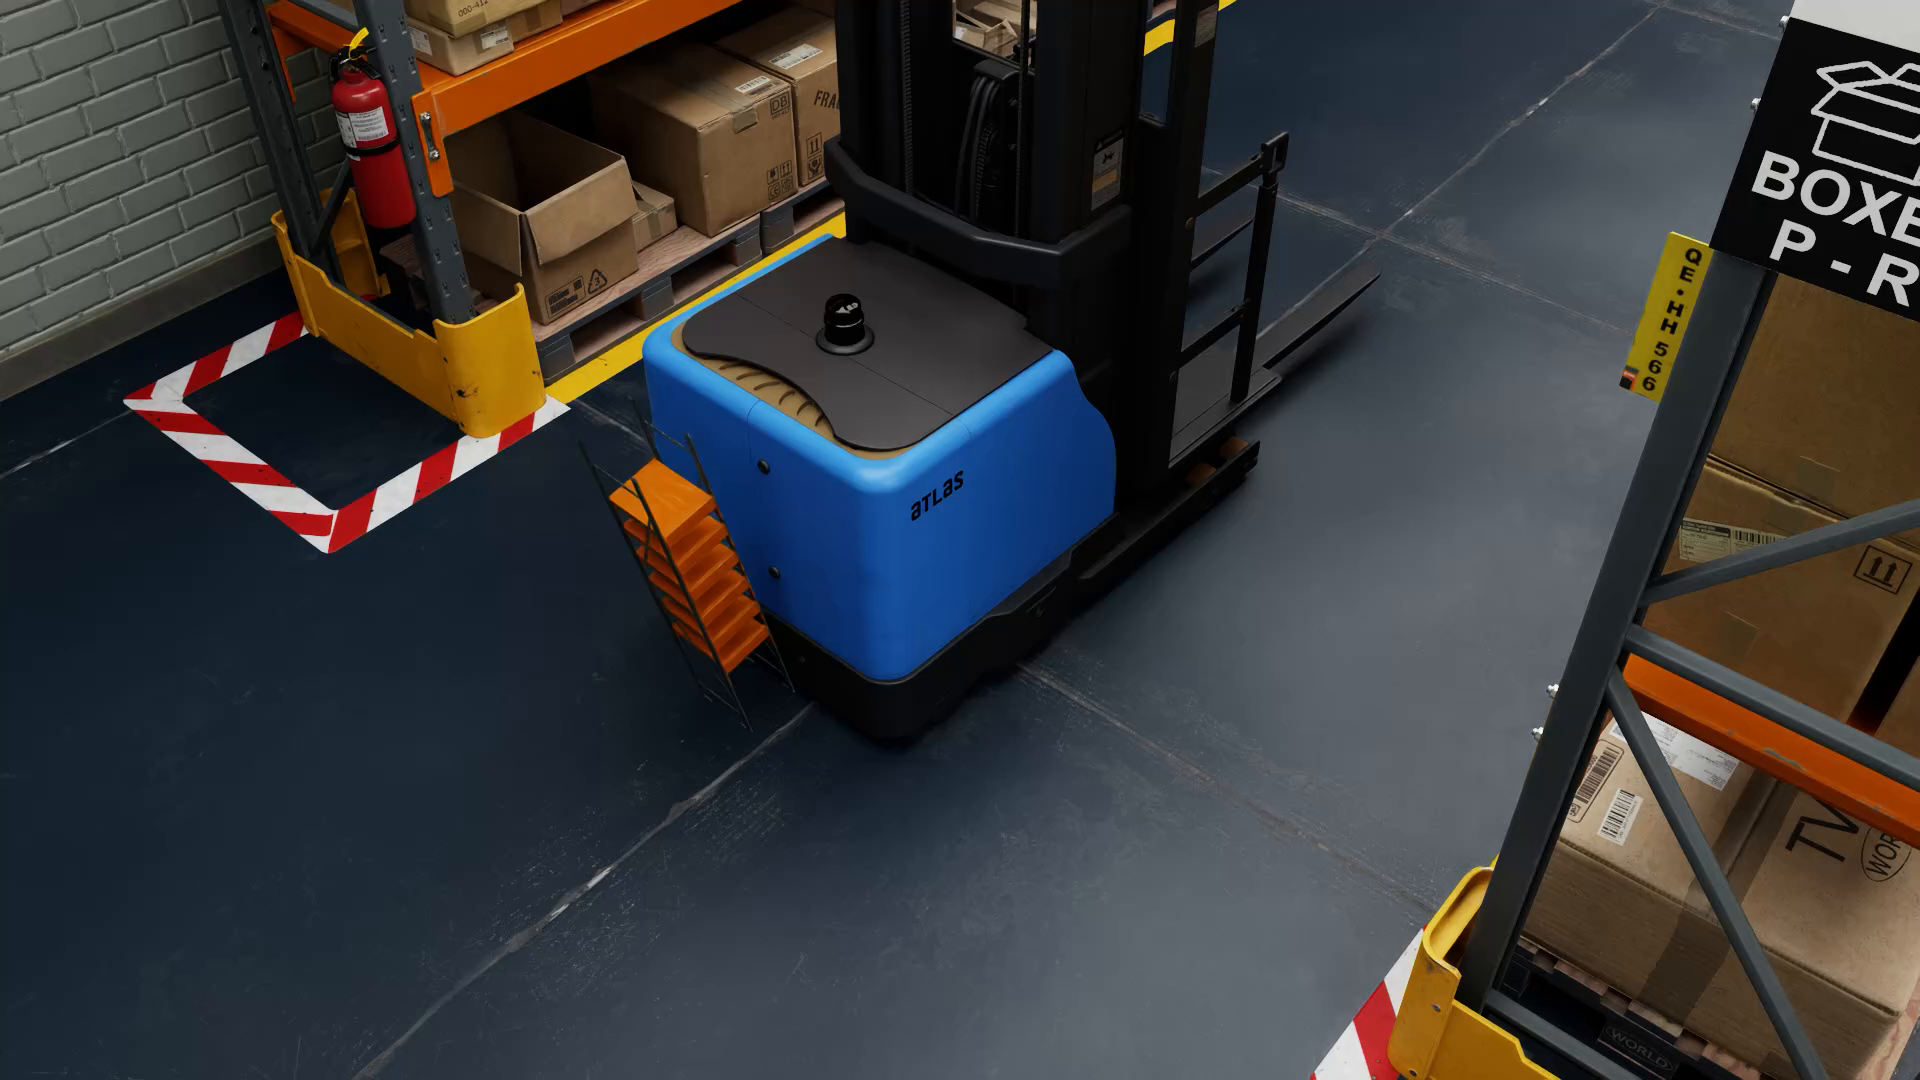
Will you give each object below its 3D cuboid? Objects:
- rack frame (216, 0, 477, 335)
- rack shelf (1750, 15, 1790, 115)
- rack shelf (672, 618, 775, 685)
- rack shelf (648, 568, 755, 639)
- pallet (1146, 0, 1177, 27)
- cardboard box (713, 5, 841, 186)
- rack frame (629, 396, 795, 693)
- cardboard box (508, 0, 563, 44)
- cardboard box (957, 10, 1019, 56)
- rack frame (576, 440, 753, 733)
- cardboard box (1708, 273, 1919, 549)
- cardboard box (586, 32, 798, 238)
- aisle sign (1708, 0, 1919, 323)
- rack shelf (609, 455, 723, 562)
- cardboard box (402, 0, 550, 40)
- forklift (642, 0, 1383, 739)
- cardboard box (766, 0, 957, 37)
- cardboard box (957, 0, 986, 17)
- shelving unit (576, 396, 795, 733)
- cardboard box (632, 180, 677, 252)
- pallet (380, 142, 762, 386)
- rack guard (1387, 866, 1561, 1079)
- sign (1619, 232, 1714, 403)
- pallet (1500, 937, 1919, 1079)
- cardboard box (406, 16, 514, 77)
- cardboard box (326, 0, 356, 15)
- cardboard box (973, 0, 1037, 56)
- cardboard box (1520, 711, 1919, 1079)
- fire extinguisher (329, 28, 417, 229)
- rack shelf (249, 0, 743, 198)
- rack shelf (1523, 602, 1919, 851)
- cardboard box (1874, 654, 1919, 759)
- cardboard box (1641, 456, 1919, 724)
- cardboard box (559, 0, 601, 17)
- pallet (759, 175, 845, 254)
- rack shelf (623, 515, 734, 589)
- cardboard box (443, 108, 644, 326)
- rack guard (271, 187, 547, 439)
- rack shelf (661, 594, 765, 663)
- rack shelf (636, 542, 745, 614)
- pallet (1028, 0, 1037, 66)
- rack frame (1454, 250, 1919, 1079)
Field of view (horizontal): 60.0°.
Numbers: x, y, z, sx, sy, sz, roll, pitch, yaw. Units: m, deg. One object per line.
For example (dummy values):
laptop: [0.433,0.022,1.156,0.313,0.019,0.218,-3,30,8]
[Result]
rack frame: [-2.154,-1.769,5.466,1.000,3.000,0.127,29,50,28]
rack shelf: [2.935,-1.496,3.470,1.077,0.370,4.000,29,50,28]
rack shelf: [-0.710,0.283,4.949,0.258,0.103,0.180,32,64,30]
rack shelf: [-0.745,0.135,4.763,0.258,0.103,0.180,32,64,30]
pallet: [0.915,-3.232,9.148,1.003,0.211,1.213,29,50,28]
cardboard box: [-0.691,-1.926,7.184,0.500,0.500,0.500,30,50,29]
rack frame: [-0.691,0.049,4.764,0.240,1.200,0.006,32,64,30]
cardboard box: [-1.604,-1.878,5.772,0.380,0.149,0.250,31,51,29]
cardboard box: [0.057,-2.375,7.852,0.396,0.266,0.258,31,51,30]
rack frame: [-0.812,0.166,4.694,0.240,1.200,0.006,32,64,30]
cardboard box: [1.776,-0.380,3.121,0.500,0.500,0.500,31,51,30]
cardboard box: [-1.108,-1.697,6.933,0.700,0.500,0.500,32,51,30]
aisle sign: [1.364,-0.681,2.337,0.394,0.787,0.004,29,50,28]
rack shelf: [-0.798,-0.087,4.485,0.258,0.103,0.180,32,64,30]
cardboard box: [-1.656,-1.941,5.545,0.500,0.250,0.500,30,50,29]
forklift: [0.420,-1.398,5.108,1.130,2.935,3.031,31,51,30]
cardboard box: [-0.440,-2.232,7.520,0.700,0.500,0.500,28,49,27]
cardboard box: [-0.186,-2.752,8.233,0.500,0.311,0.500,31,51,30]
shelving unit: [-0.751,0.108,4.729,0.258,1.200,0.189,32,64,30]
cardboard box: [-1.385,-1.346,6.807,0.380,0.149,0.250,28,49,27]
pallet: [-1.593,-1.187,6.899,1.003,0.211,1.213,29,50,28]
rack guard: [1.632,1.315,3.932,1.175,0.500,0.348,29,50,28]
sign: [1.241,-0.380,2.902,0.100,0.325,0.005,29,50,28]
pallet: [2.102,0.964,4.533,1.003,0.211,1.213,29,50,28]
cardboard box: [-1.732,-1.727,5.606,0.380,0.149,0.250,29,50,28]
cardboard box: [-2.146,-1.963,5.866,0.380,0.149,0.250,29,50,28]
cardboard box: [0.287,-2.515,8.094,0.380,0.149,0.250,28,49,27]
cardboard box: [1.996,0.787,4.247,0.875,0.438,0.875,28,49,27]
fire extinguisher: [-1.895,-1.327,5.314,0.296,0.674,0.183,29,50,28]
rack shelf: [-0.867,-2.533,6.841,1.077,0.370,4.000,29,50,28]
rack shelf: [2.935,-0.386,4.479,1.077,0.370,4.000,29,50,28]
cardboard box: [2.176,0.218,3.206,0.500,0.500,0.500,29,50,28]
cardboard box: [1.755,-0.022,3.470,0.500,0.500,0.500,30,50,29]
cardboard box: [-1.462,-2.028,5.938,0.380,0.149,0.250,29,50,28]
pallet: [-0.807,-1.813,7.587,1.003,0.211,1.213,29,50,28]
rack shelf: [-0.780,-0.013,4.577,0.258,0.103,0.180,32,64,30]
cardboard box: [-1.688,-1.275,6.466,0.797,0.503,0.637,28,49,27]
rack guard: [-2.105,-0.884,6.350,1.175,0.500,0.348,29,50,28]
rack shelf: [-0.727,0.209,4.856,0.258,0.103,0.180,32,64,30]
rack shelf: [-0.763,0.061,4.670,0.258,0.103,0.180,32,64,30]
pallet: [-0.022,-2.444,8.281,1.003,0.211,1.213,29,50,28]
rack frame: [1.648,0.378,3.105,1.000,3.000,0.127,29,50,28]
